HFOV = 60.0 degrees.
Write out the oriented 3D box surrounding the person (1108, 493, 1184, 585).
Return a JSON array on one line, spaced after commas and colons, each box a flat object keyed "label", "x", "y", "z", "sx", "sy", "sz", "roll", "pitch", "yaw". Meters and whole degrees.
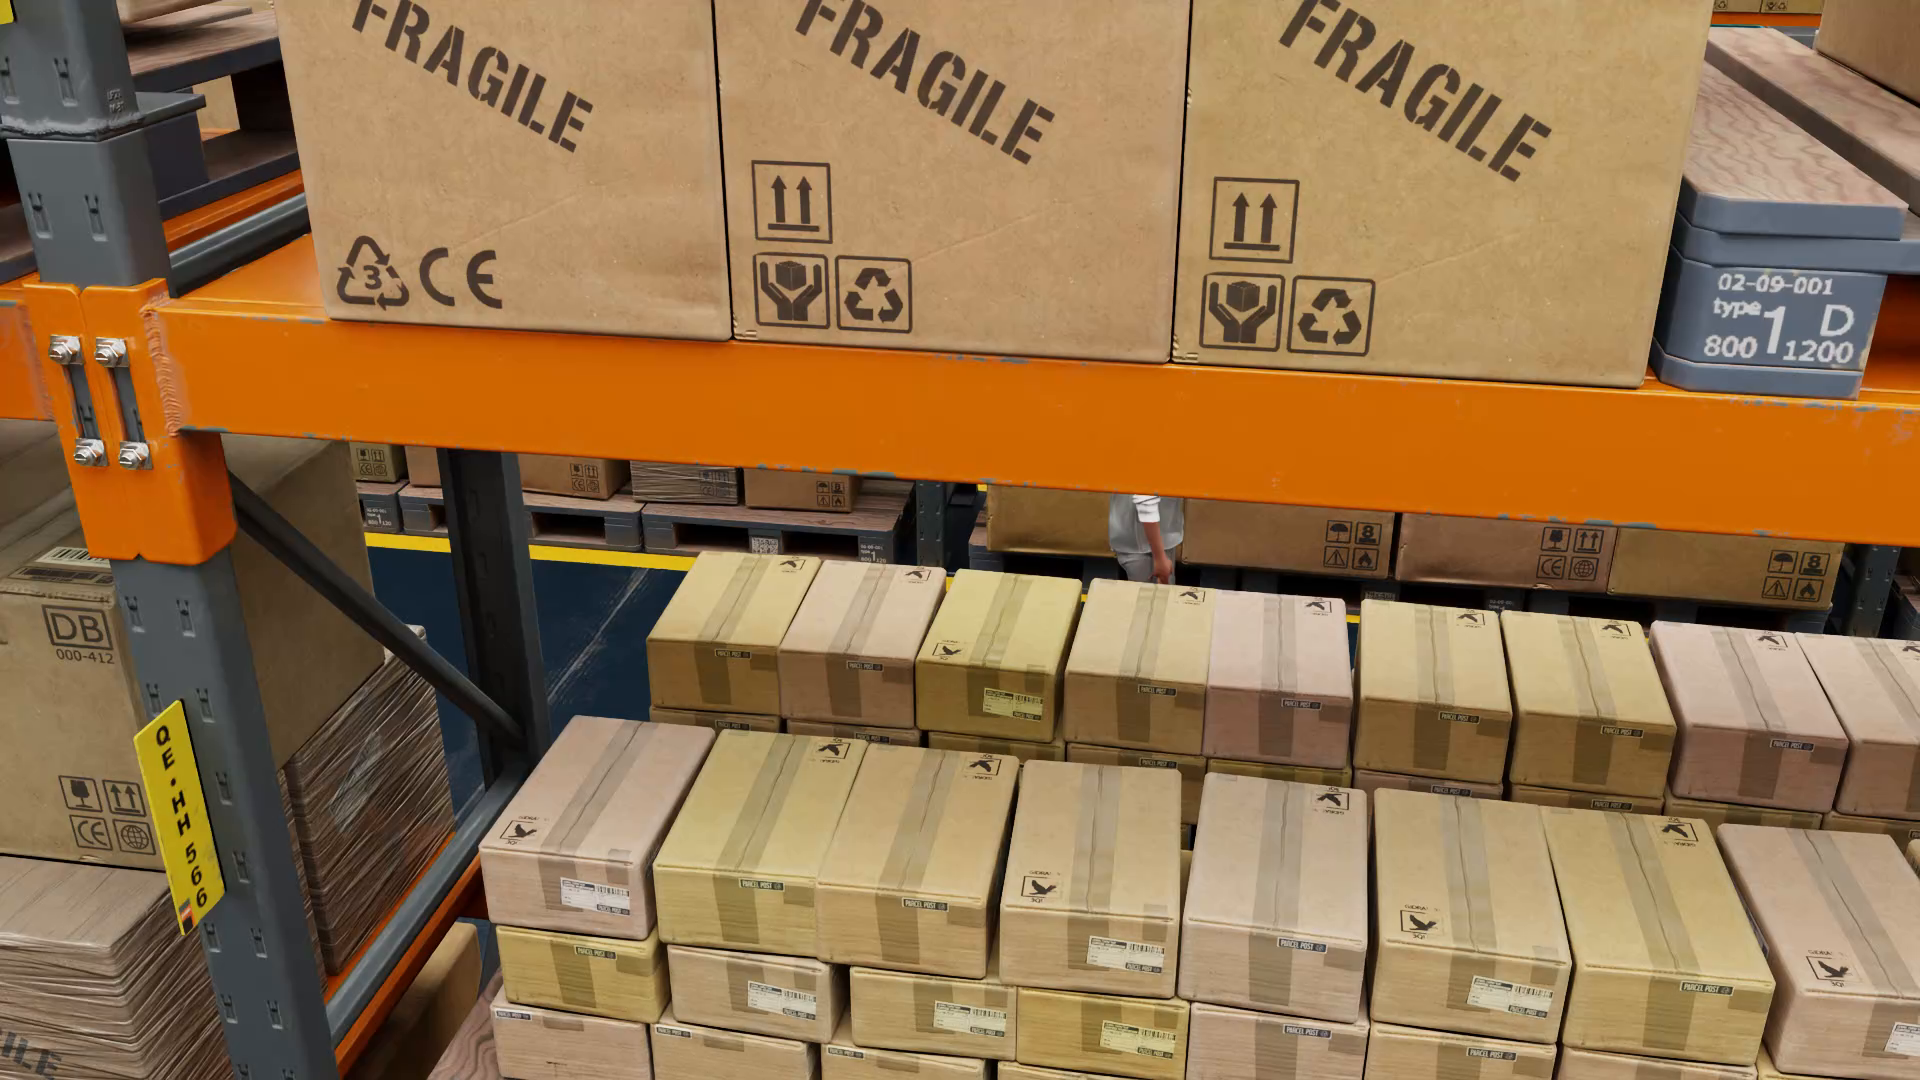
[{"label": "person", "x": 0.719, "y": -0.001, "z": 6.126, "sx": 0.350, "sy": 1.591, "sz": 0.471, "roll": 4, "pitch": 26, "yaw": 8}]
